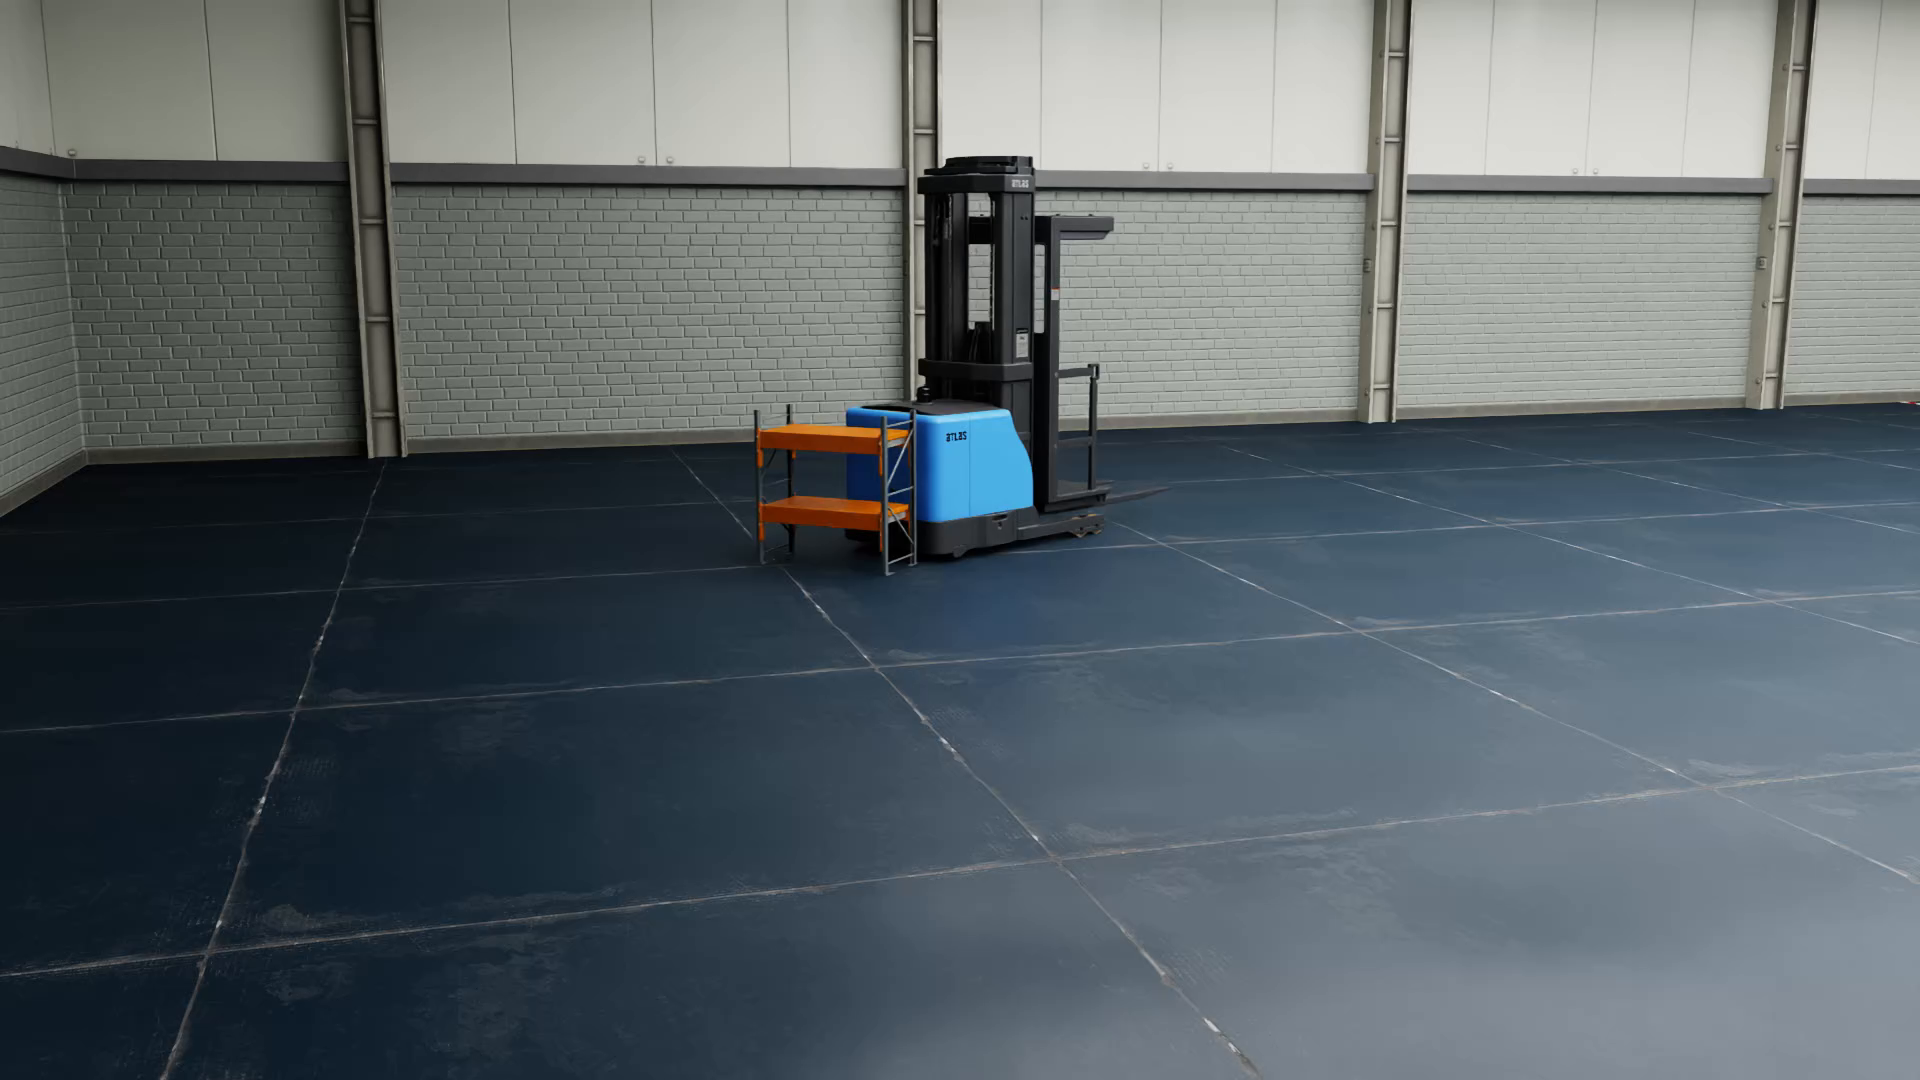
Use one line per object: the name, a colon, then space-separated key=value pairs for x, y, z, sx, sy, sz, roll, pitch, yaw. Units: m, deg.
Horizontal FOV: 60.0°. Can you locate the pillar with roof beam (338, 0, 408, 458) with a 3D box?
pillar with roof beam: x=-4.991 y=-4.590 z=13.123 sx=0.400 sy=9.000 sz=9.100 roll=-3 pitch=11 yaw=-16

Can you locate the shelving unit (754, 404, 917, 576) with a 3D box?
shelving unit: x=-0.894 y=-0.378 z=11.993 sx=1.048 sy=1.125 sz=0.538 roll=5 pitch=11 yaw=24

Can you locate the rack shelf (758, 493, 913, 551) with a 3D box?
rack shelf: x=-0.894 y=-0.138 z=12.037 sx=1.000 sy=0.278 sz=0.538 roll=5 pitch=11 yaw=24

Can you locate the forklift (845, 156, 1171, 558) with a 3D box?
forklift: x=0.514 y=-1.518 z=13.196 sx=1.130 sy=2.935 sz=3.031 roll=10 pitch=15 yaw=44

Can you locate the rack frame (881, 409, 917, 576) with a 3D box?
rack frame: x=-0.432 y=-0.340 z=11.786 sx=0.032 sy=1.125 sz=0.500 roll=5 pitch=11 yaw=24

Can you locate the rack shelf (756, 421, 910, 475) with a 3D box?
rack shelf: x=-0.894 y=-0.666 z=11.940 sx=1.000 sy=0.278 sz=0.538 roll=5 pitch=11 yaw=24

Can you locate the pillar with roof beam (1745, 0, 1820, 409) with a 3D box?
pillar with roof beam: x=12.292 y=-5.501 z=18.071 sx=0.400 sy=9.000 sz=9.100 roll=-3 pitch=11 yaw=-16

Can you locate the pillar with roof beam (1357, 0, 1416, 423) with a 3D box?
pillar with roof beam: x=6.531 y=-5.197 z=16.421 sx=0.400 sy=9.000 sz=9.100 roll=-3 pitch=11 yaw=-16

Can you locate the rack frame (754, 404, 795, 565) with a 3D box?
rack frame: x=-1.357 y=-0.416 z=12.200 sx=0.032 sy=1.125 sz=0.500 roll=5 pitch=11 yaw=24

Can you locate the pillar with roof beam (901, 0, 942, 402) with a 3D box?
pillar with roof beam: x=0.770 y=-4.893 z=14.772 sx=0.400 sy=9.000 sz=9.100 roll=-3 pitch=11 yaw=-16
